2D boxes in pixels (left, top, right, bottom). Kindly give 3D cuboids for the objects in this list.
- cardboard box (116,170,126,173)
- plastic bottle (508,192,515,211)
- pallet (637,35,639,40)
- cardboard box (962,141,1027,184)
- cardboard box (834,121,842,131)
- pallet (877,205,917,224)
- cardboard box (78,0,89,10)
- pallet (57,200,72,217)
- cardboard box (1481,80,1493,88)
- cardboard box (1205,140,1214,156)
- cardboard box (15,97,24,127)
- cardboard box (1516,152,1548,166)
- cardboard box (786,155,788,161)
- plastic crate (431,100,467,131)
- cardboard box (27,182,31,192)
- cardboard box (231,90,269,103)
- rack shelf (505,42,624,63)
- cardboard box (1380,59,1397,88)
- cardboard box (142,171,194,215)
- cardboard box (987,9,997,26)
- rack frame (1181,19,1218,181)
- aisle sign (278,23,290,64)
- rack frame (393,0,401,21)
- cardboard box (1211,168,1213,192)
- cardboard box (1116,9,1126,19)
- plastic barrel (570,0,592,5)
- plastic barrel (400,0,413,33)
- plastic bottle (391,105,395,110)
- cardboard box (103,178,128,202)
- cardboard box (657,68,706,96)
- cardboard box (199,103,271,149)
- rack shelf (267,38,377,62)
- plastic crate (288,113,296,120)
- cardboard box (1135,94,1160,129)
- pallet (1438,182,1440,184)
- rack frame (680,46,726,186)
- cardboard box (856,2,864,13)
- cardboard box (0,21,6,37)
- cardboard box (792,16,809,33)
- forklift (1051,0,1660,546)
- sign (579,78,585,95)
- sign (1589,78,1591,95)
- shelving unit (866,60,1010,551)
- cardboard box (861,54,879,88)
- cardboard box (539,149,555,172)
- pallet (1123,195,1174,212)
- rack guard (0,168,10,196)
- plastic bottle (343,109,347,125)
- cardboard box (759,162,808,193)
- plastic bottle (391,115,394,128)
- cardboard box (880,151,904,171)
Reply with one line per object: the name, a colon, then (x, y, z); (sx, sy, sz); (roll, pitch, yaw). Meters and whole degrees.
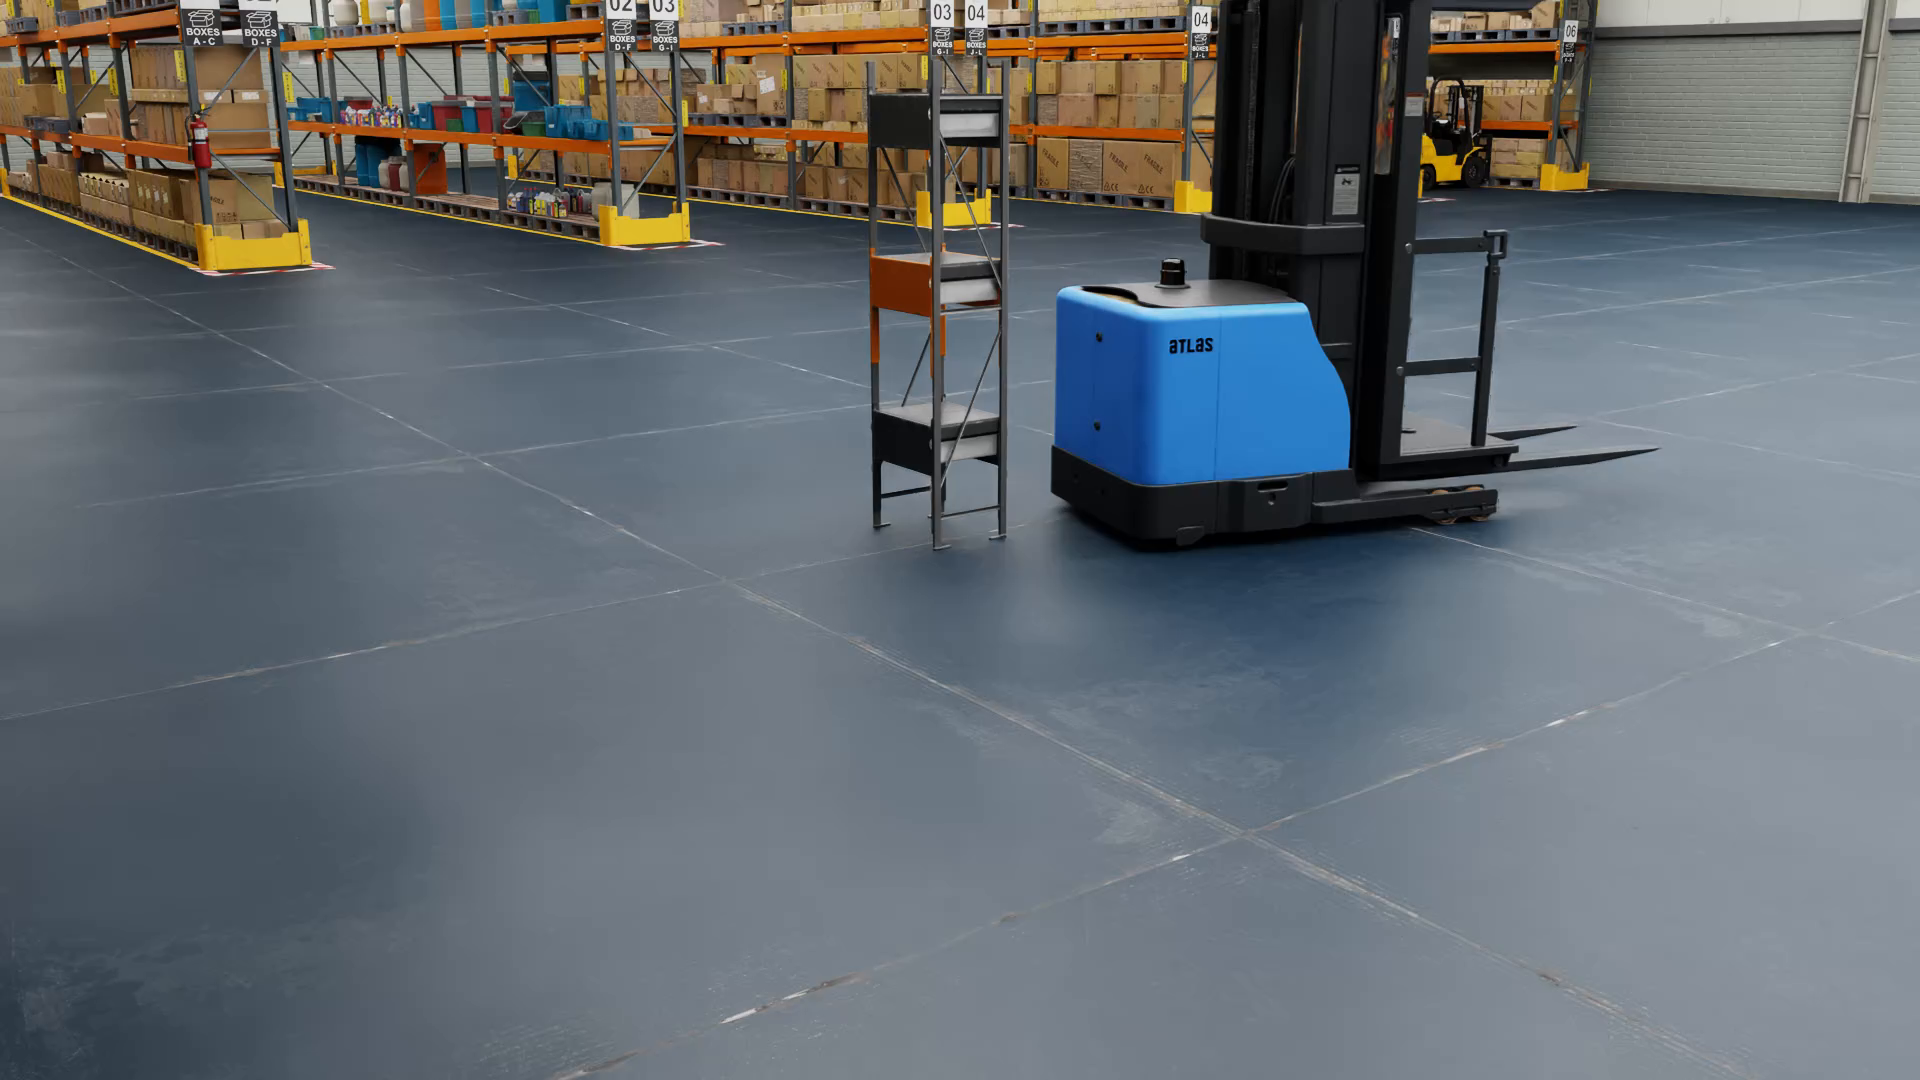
cardboard box: (-12.799, -5.439, 25.668); (0.500, 0.500, 0.500); (-10, 18, -32)
plastic bottle: (-6.569, -4.965, 24.369); (0.097, 0.271, 0.097); (0, 15, 0)
pallet: (-5.829, -9.551, 31.466); (1.003, 0.211, 1.213); (-10, 18, -32)
cardboard box: (0.674, -7.164, 31.536); (1.050, 0.750, 0.750); (-11, 19, -35)
cardboard box: (-1.757, -6.497, 26.106); (0.380, 0.149, 0.250); (-11, 19, -35)
pallet: (-0.537, -4.970, 25.333); (1.003, 0.211, 1.213); (-11, 19, -35)
cardboard box: (-12.450, -7.780, 24.125); (0.500, 0.250, 0.500); (-13, 20, -39)
pallet: (-13.884, -5.371, 26.802); (1.003, 0.211, 1.213); (-11, 19, -35)
cardboard box: (10.773, -9.234, 33.651); (0.380, 0.149, 0.250); (-10, 18, -33)
cardboard box: (6.263, -9.411, 40.217); (0.500, 0.500, 0.500); (-10, 18, -32)
cardboard box: (-15.920, -7.370, 28.632); (0.500, 0.500, 0.500); (-10, 18, -33)
cardboard box: (11.446, -7.602, 33.134); (0.500, 0.250, 0.500); (-11, 19, -35)
cardboard box: (-3.639, -8.475, 36.899); (0.380, 0.149, 0.250); (-12, 19, -37)
plastic crate: (-8.051, -6.697, 26.242); (0.402, 0.464, 0.583); (-11, 19, -35)
cardboard box: (-15.948, -6.130, 28.860); (0.380, 0.149, 0.250); (-11, 19, -35)
cardboard box: (-8.115, -5.061, 18.966); (0.380, 0.149, 0.250); (-11, 19, -35)
rack shelf: (-8.275, -10.209, 34.874); (1.077, 0.370, 4.000); (-11, 19, -35)
cardboard box: (7.496, -8.407, 29.962); (0.700, 0.500, 0.500); (-11, 19, -36)
cardboard box: (-9.803, -4.314, 20.647); (0.500, 0.500, 0.500); (-11, 19, -35)
cardboard box: (0.468, -9.717, 30.897); (0.500, 0.311, 0.500); (-12, 19, -37)
rack frame: (4.028, -6.868, 26.986); (1.000, 3.000, 0.127); (-11, 19, -35)
aisle sign: (-13.740, -9.990, 33.471); (0.394, 0.787, 0.004); (-11, 19, -35)
rack frame: (-8.754, -9.952, 26.893); (1.000, 3.000, 0.127); (-11, 19, -35)
cardboard box: (4.335, -6.699, 30.843); (0.797, 0.637, 0.503); (-11, 19, -35)
cardboard box: (2.812, -8.734, 27.613); (0.380, 0.149, 0.250); (-11, 19, -34)
plastic barrel: (-4.823, -7.314, 21.784); (0.600, 0.588, 0.600); (0, 15, 0)
plastic barrel: (-8.819, -8.446, 26.858); (0.421, 0.512, 0.421); (0, 15, 0)
plastic bottle: (-10.300, -7.744, 30.280); (0.144, 0.351, 0.185); (-11, 19, -35)
cardboard box: (-11.483, -4.842, 22.938); (0.500, 0.311, 0.500); (-11, 19, -35)
cardboard box: (-5.164, -8.518, 30.928); (0.797, 0.503, 0.637); (-10, 18, -33)
cardboard box: (-8.323, -4.732, 18.995); (0.700, 0.500, 0.500); (-11, 19, -35)
rack shelf: (-12.281, -9.440, 32.065); (1.077, 0.370, 4.000); (-11, 19, -35)
plastic crate: (-13.058, -8.339, 32.747); (0.250, 0.136, 0.298); (-11, 19, -35)
cardboard box: (3.432, -7.126, 27.647); (0.875, 0.550, 0.550); (-11, 19, -35)
pallet: (10.067, -7.762, 35.535); (1.003, 0.211, 1.213); (-11, 19, -35)
rack frame: (-4.747, -7.828, 30.494); (1.000, 3.000, 0.127); (-11, 19, -35)
cardboard box: (-1.342, -8.042, 25.122); (0.380, 0.149, 0.250); (-12, 19, -37)
cardboard box: (-16.202, -8.796, 28.633); (0.500, 0.250, 0.500); (-11, 19, -35)
cardboard box: (-2.338, -8.212, 26.500); (0.500, 0.250, 0.500); (-12, 19, -37)
forklift: (2.018, -1.607, 7.897); (3.031, 2.935, 1.130); (-6, 16, -20)
sign: (-7.547, -9.051, 33.174); (0.100, 0.325, 0.005); (-11, 19, -35)
sign: (12.438, -8.969, 32.875); (0.100, 0.325, 0.005); (-11, 19, -35)
shelving unit: (-0.097, -1.048, 7.428); (0.431, 2.100, 0.503); (-11, 19, -35)
cardboard box: (-1.157, -7.085, 25.135); (0.500, 0.500, 0.500); (-11, 19, -35)
cardboard box: (-8.475, -8.395, 35.796); (0.875, 0.875, 0.875); (-11, 19, -35)
pallet: (3.495, -5.681, 27.934); (1.003, 0.211, 1.213); (-11, 19, -35)
rack guard: (-17.422, -6.777, 31.391); (1.175, 0.500, 0.348); (-11, 19, -35)
plastic bottle: (-11.157, -7.684, 30.189); (0.061, 0.283, 0.133); (-11, 19, -35)
cardboard box: (-3.004, -6.219, 28.519); (0.700, 0.500, 0.500); (-11, 19, -35)
plastic bottle: (-9.583, -7.081, 28.141); (0.097, 0.201, 0.097); (0, 15, 0)
cardboard box: (-1.274, -7.673, 33.867); (0.500, 0.500, 0.500); (-11, 19, -35)
